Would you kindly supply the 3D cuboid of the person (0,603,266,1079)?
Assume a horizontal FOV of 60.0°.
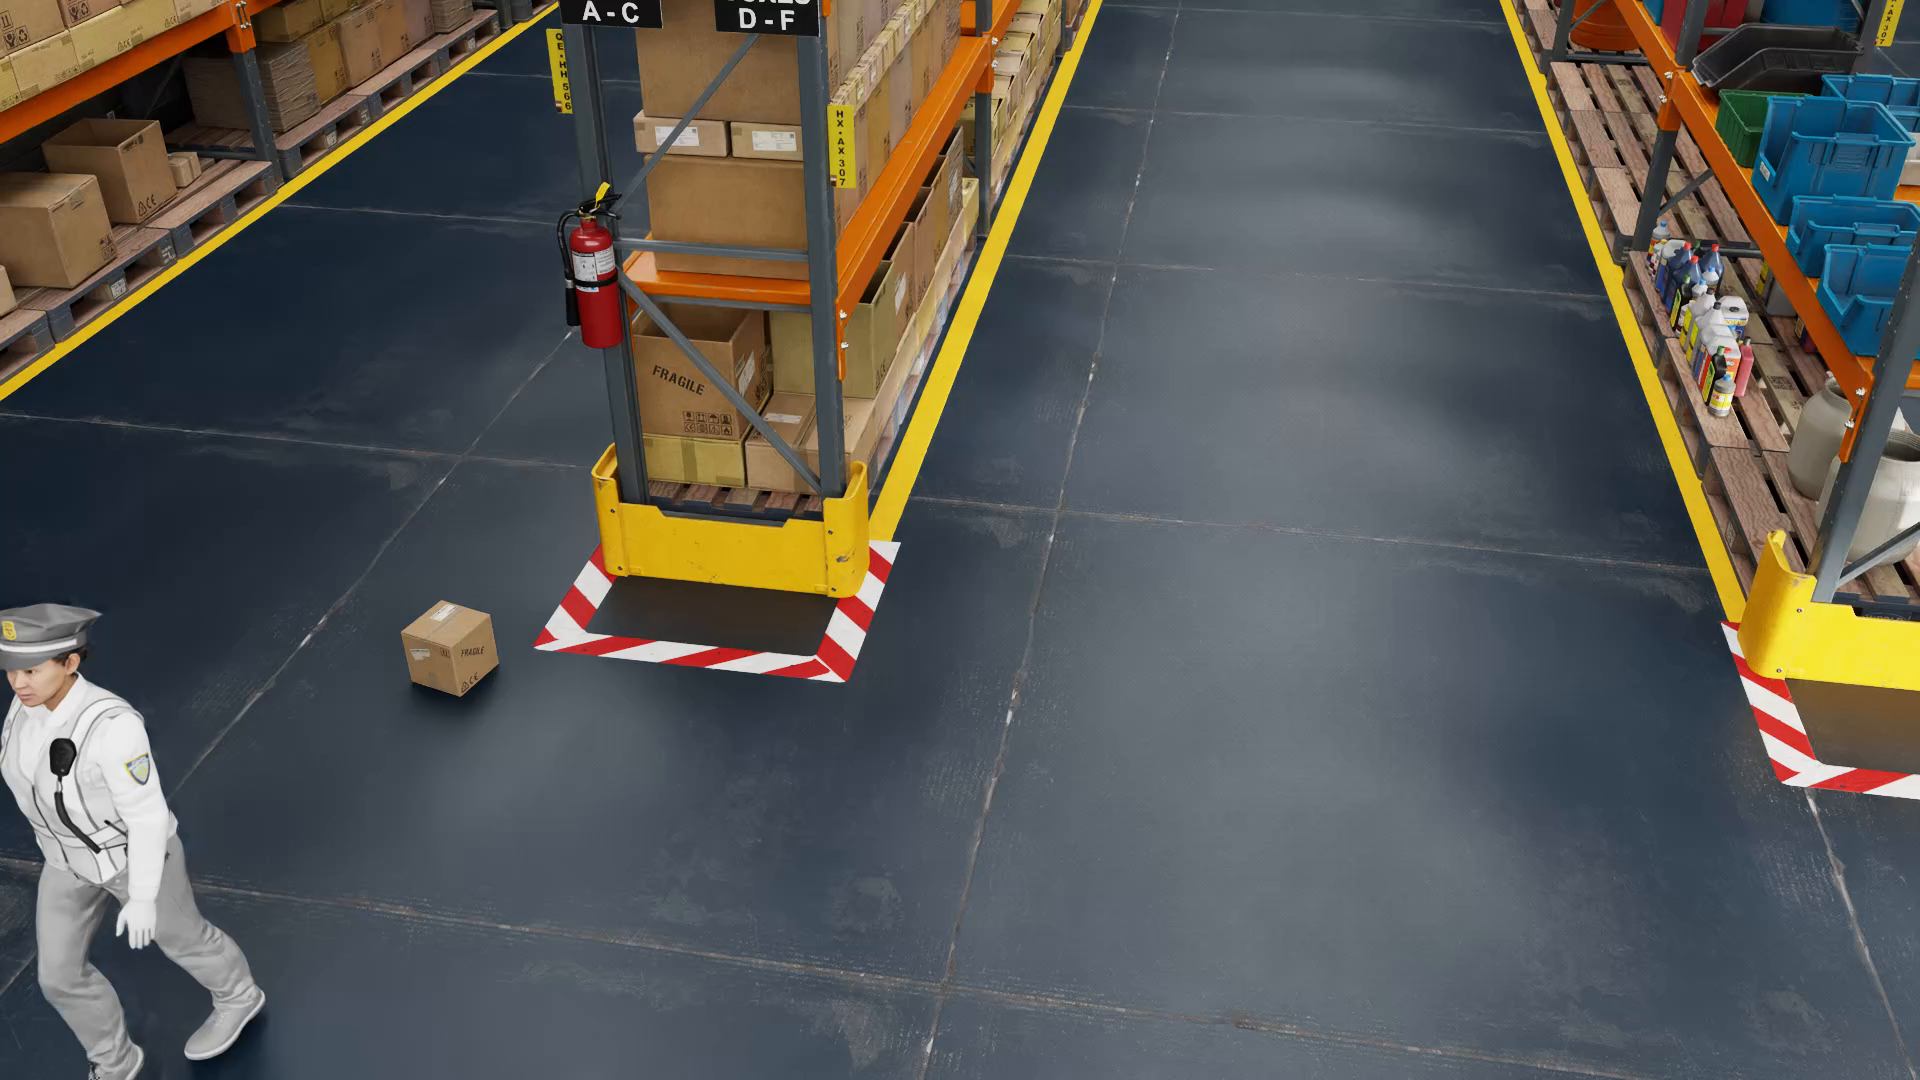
[{"bbox_3d":[-2.391,0.932,4.682,0.523,1.748,0.588,13,35,19],"label":"person"}]
